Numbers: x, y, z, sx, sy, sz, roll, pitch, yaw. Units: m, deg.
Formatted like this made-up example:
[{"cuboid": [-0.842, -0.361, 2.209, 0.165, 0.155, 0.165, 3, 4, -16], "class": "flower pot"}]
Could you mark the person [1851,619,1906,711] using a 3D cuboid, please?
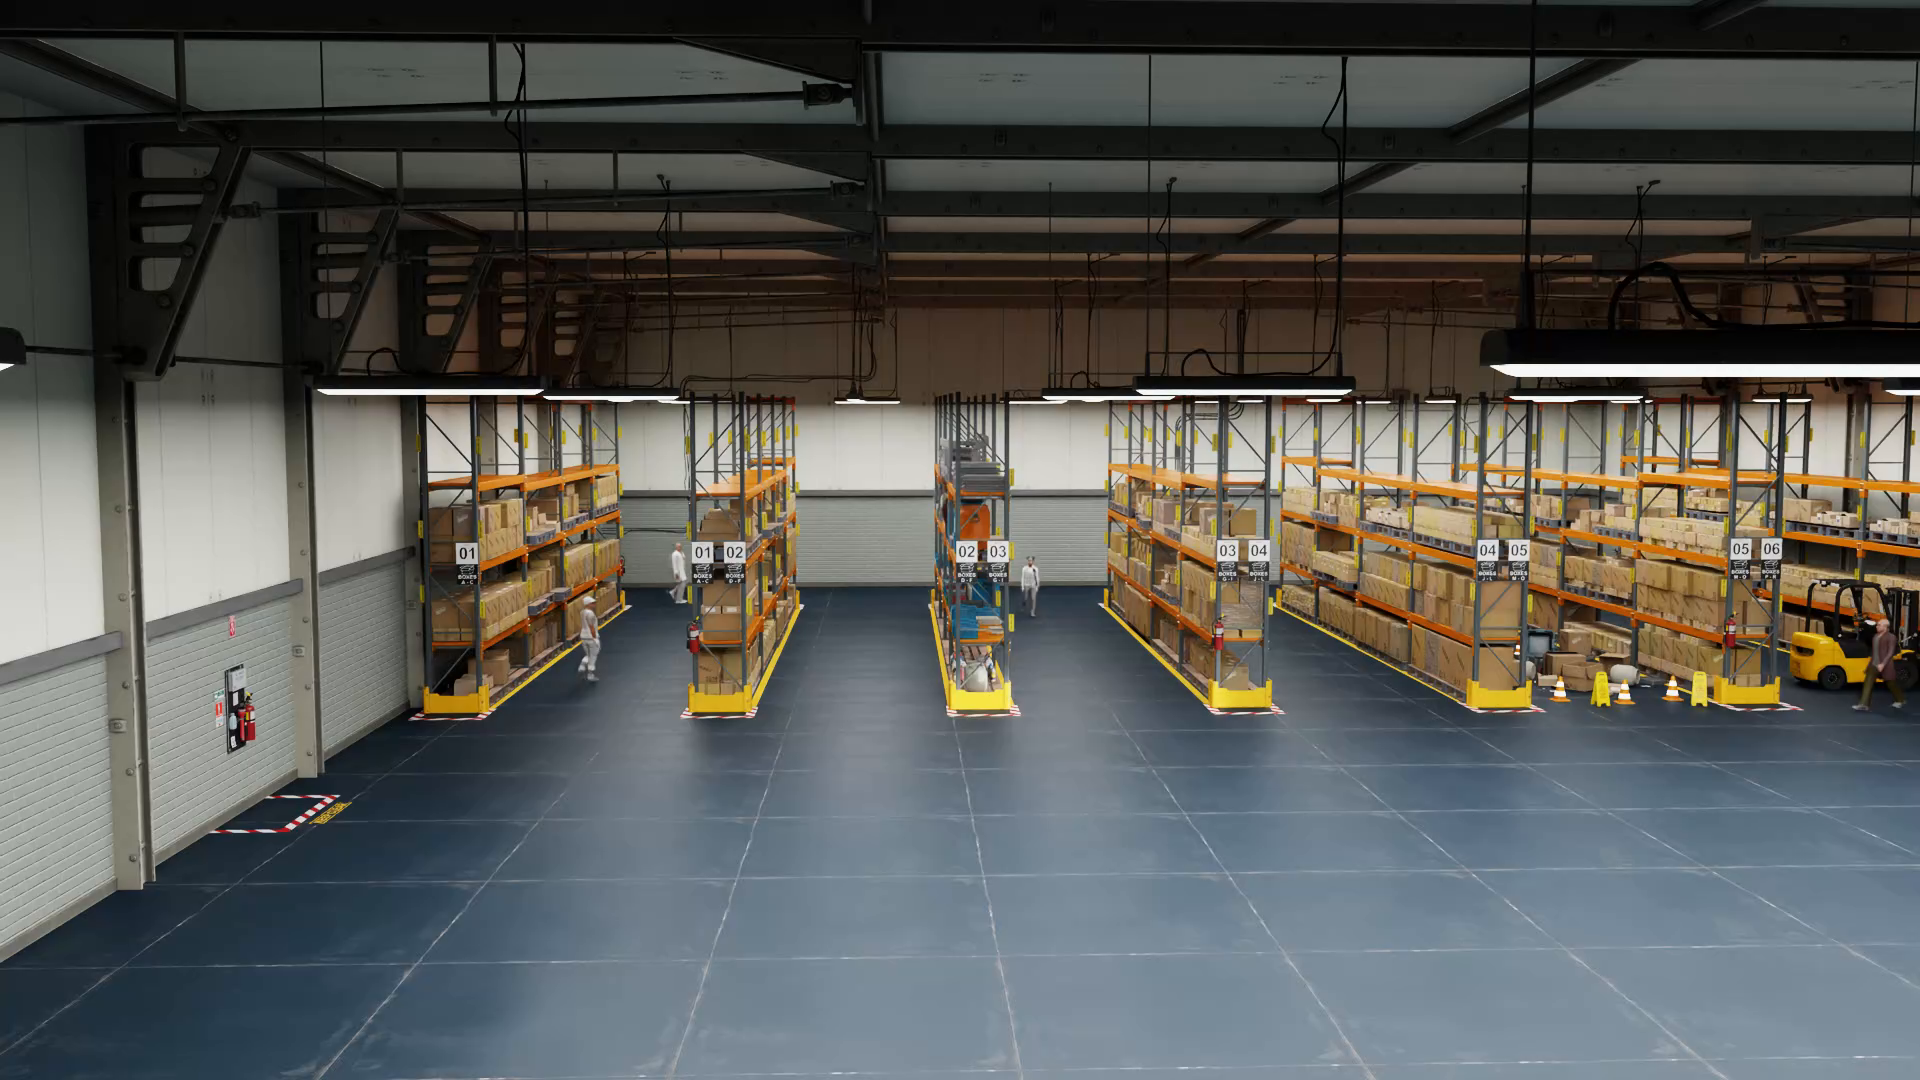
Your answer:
[{"cuboid": [17.316, 2.356, 31.232, 1.144, 1.738, 0.543, -2, 5, -27], "class": "person"}]

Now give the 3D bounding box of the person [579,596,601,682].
[{"cuboid": [-7.668, 2.053, 34.488, 0.557, 1.788, 0.467, 4, 6, 38], "class": "person"}]

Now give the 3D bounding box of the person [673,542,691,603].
[{"cuboid": [-8.089, 0.953, 48.276, 0.536, 1.761, 0.593, 0, 5, -2], "class": "person"}]

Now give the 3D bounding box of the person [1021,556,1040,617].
[{"cuboid": [1.926, 1.257, 45.374, 0.512, 1.653, 0.621, 0, 5, -4], "class": "person"}]
